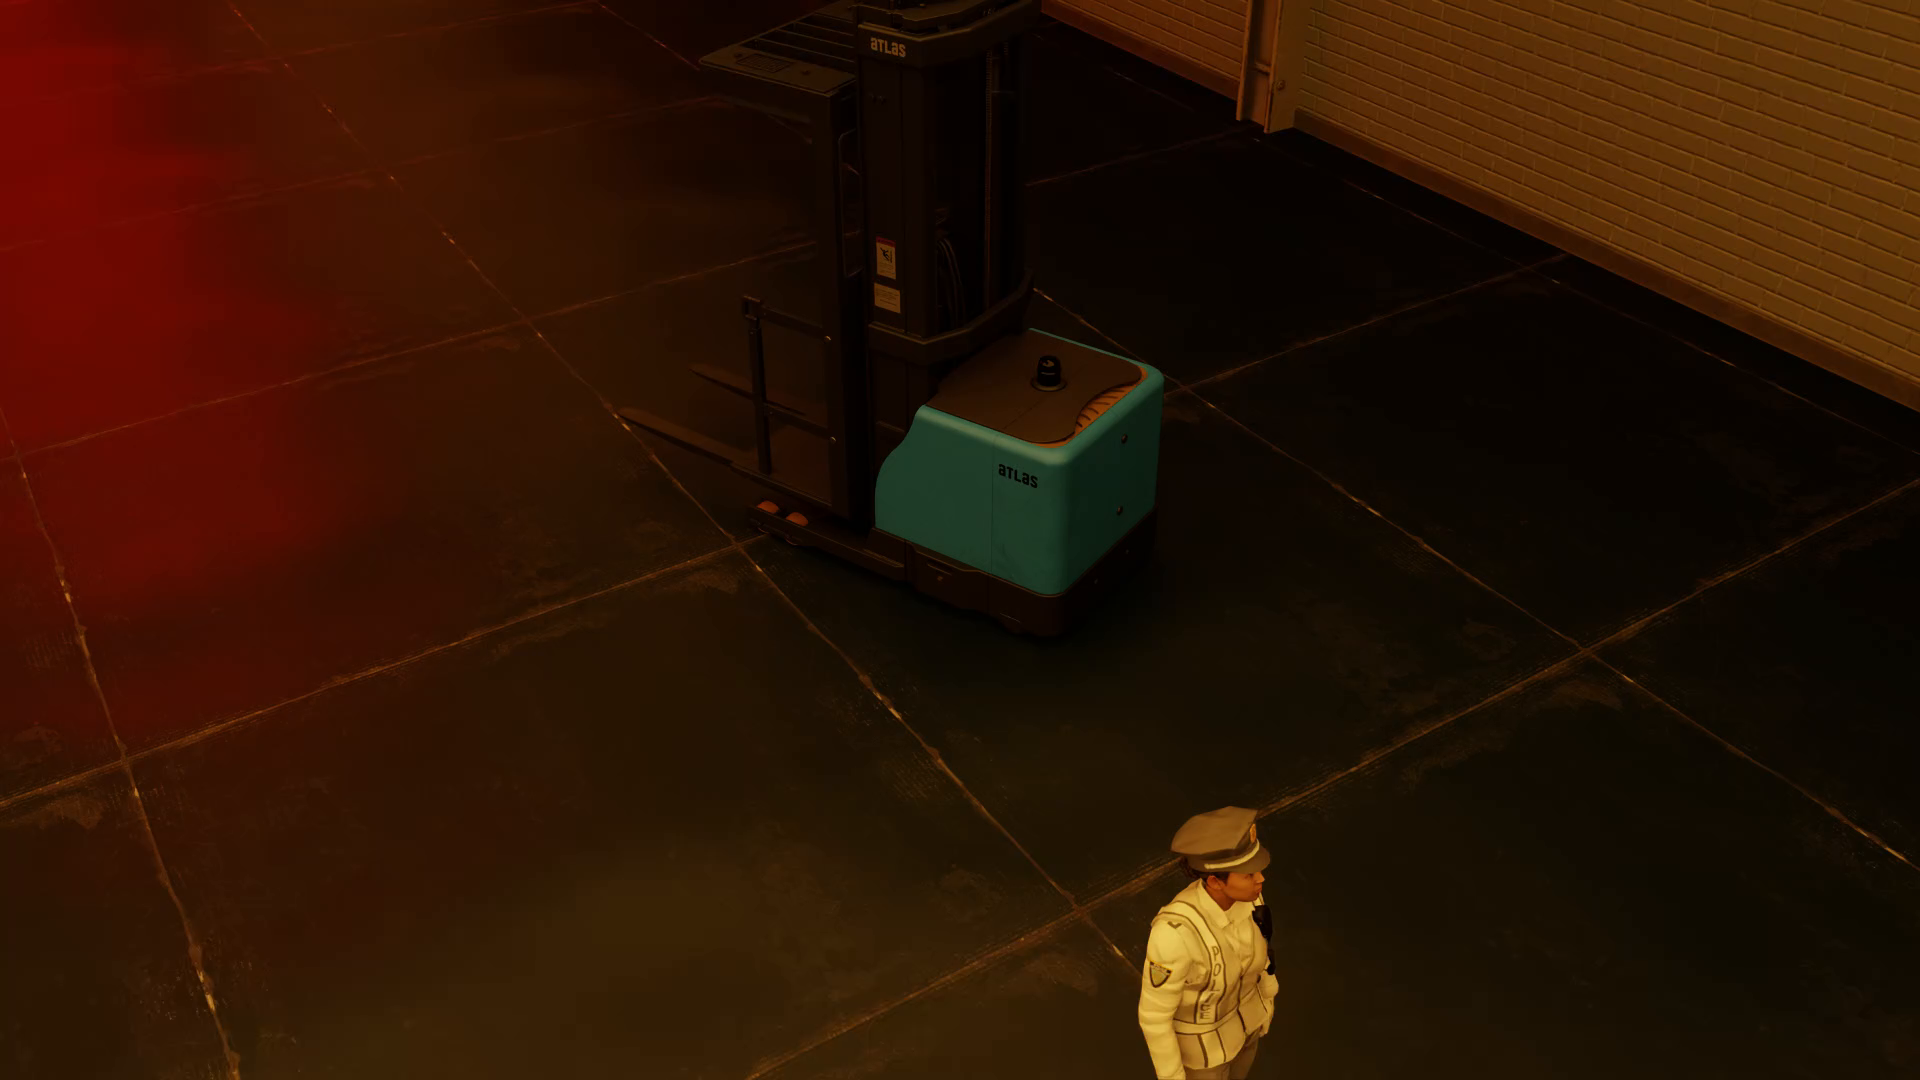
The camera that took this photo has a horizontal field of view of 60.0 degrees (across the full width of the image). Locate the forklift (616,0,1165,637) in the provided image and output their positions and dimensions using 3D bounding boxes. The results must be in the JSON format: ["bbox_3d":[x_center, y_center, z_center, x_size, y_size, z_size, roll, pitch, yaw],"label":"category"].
[{"bbox_3d":[-0.500,-1.399,8.138,3.031,2.935,1.130,22,41,28],"label":"forklift"}]

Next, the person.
[{"bbox_3d":[0.810,1.531,5.032,0.531,1.694,0.587,27,43,33],"label":"person"}]
